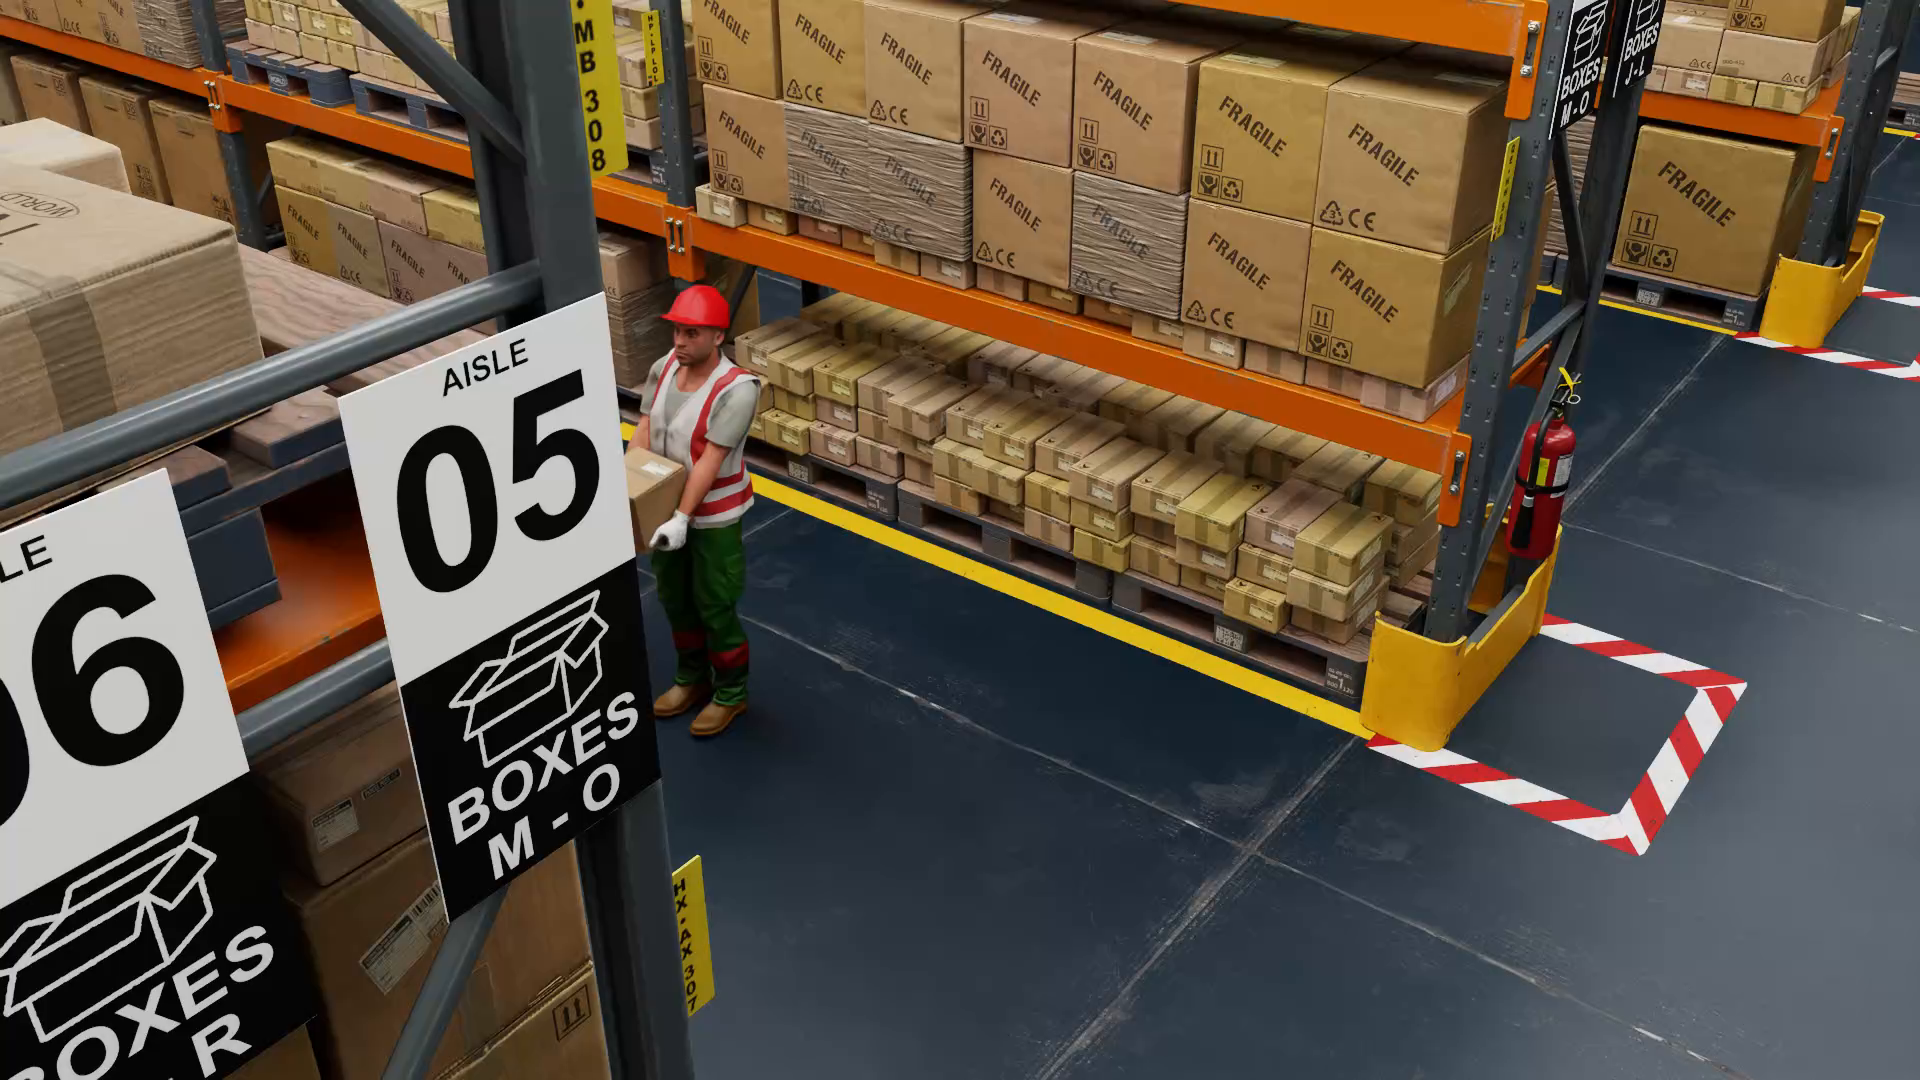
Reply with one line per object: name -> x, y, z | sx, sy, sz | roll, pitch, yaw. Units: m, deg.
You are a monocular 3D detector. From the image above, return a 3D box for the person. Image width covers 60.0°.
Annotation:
person -> -1.031, -0.068, 6.228 | 0.494, 1.782, 0.559 | 22, 37, 32
